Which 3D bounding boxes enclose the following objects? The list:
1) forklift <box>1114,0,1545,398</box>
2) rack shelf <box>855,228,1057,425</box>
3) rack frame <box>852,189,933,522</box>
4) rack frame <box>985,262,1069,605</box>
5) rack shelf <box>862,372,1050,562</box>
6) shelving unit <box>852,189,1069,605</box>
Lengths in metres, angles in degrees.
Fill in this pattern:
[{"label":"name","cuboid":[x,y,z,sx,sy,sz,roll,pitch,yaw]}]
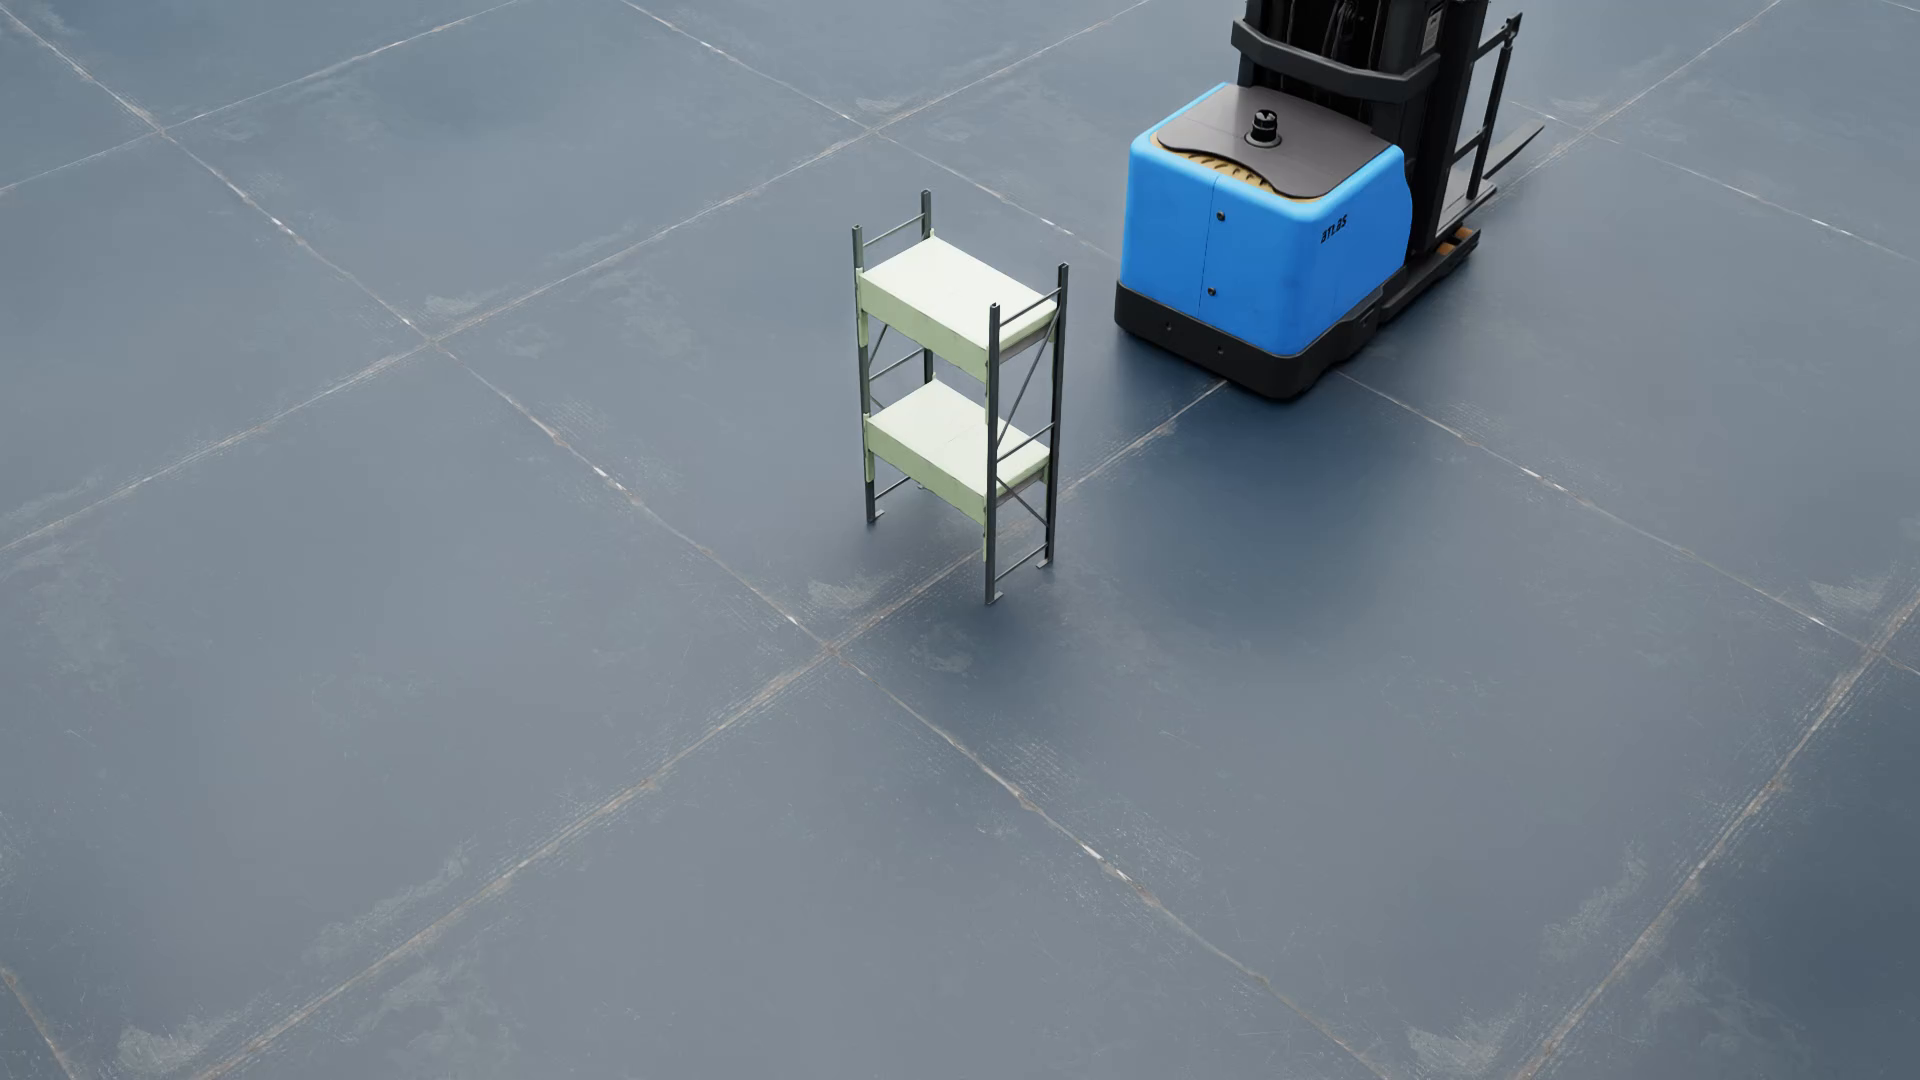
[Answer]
[{"label":"forklift","cuboid":[2.112,-2.675,7.985,1.130,2.935,3.031,30,51,29]},{"label":"rack shelf","cuboid":[-0.005,-0.841,6.480,0.431,0.370,0.720,-34,53,-31]},{"label":"rack frame","cuboid":[-0.263,-0.730,6.935,0.400,1.500,0.023,-34,53,-31]},{"label":"rack frame","cuboid":[0.254,-0.378,6.554,0.400,1.500,0.023,-34,53,-31]},{"label":"rack shelf","cuboid":[-0.005,-0.315,6.966,0.431,0.370,0.720,-34,53,-31]},{"label":"shelving unit","cuboid":[-0.005,-0.554,6.744,0.431,1.500,0.755,-34,53,-31]}]
